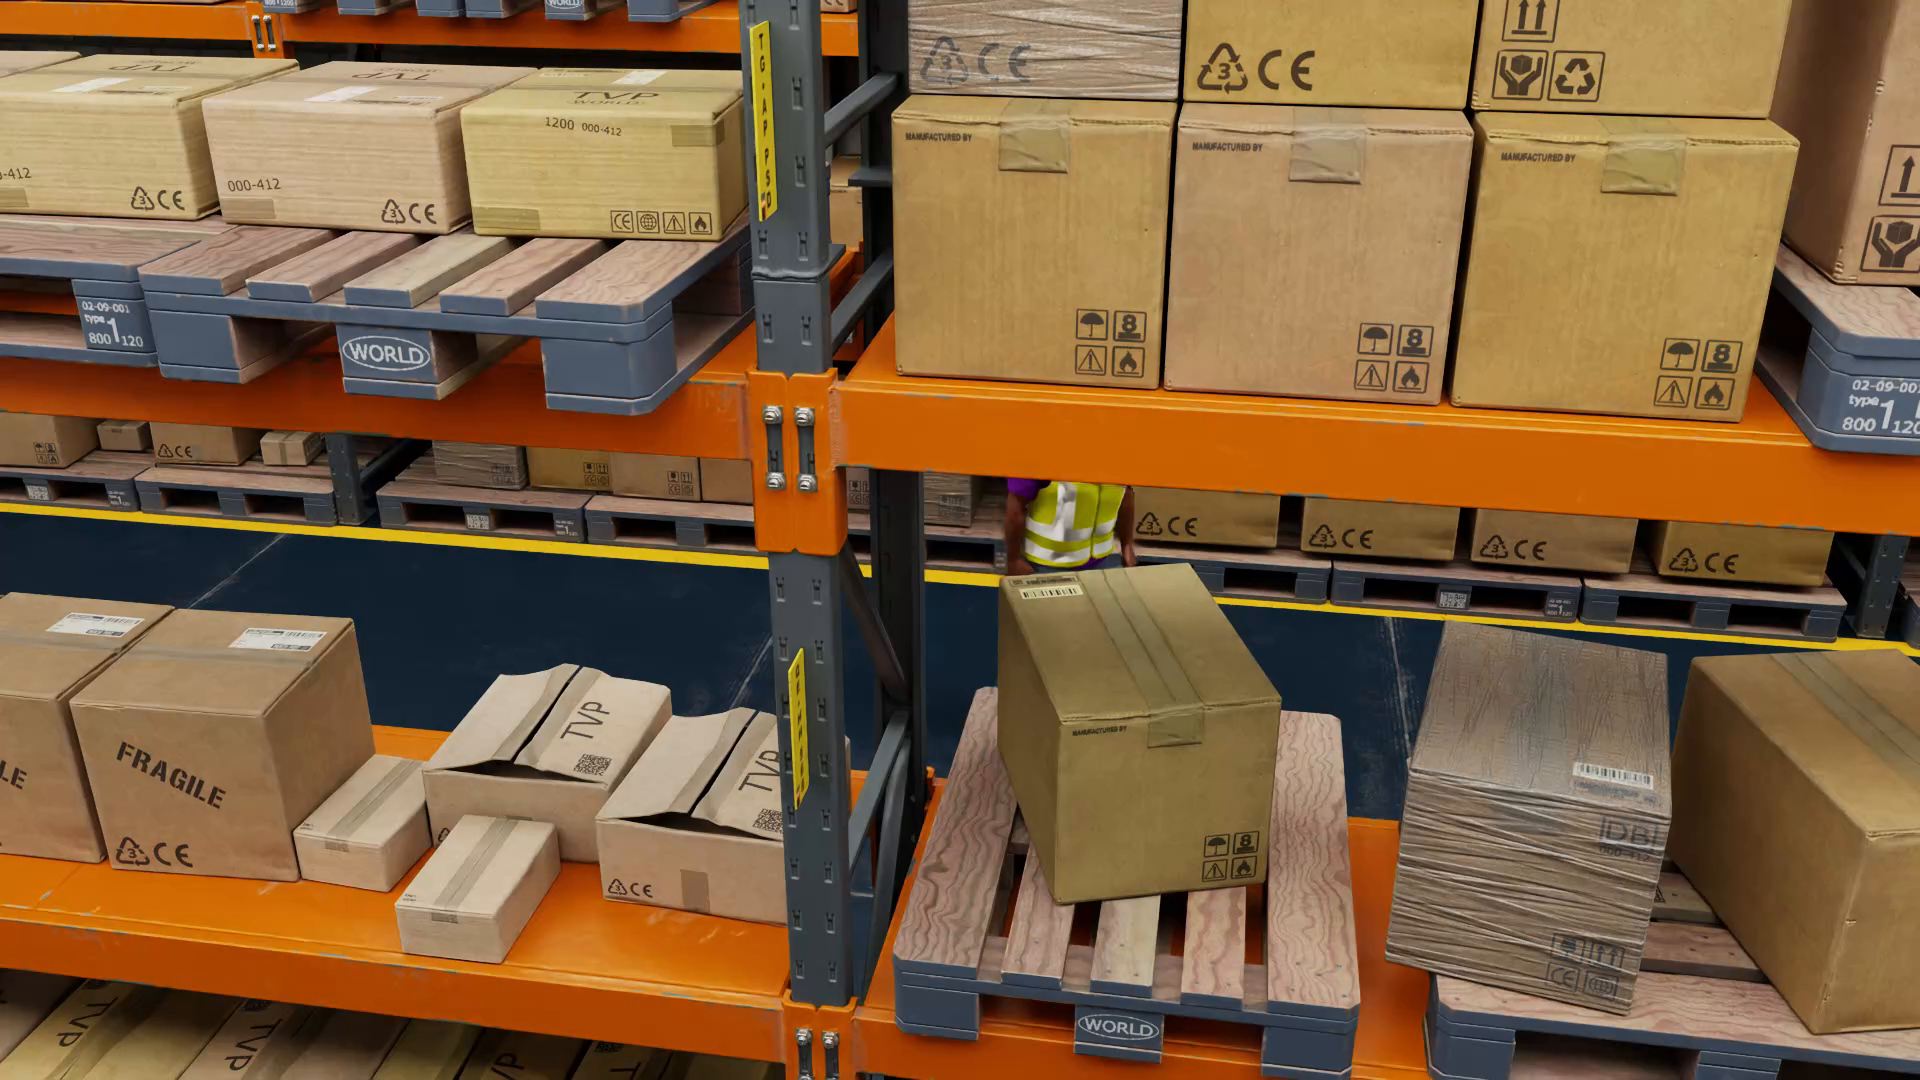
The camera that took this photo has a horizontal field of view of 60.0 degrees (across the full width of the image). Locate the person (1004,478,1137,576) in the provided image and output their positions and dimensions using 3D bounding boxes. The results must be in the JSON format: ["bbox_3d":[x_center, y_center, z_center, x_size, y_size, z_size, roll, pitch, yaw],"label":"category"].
[{"bbox_3d":[0.433,0.065,6.963,0.595,1.818,0.534,-19,31,-35],"label":"person"}]
